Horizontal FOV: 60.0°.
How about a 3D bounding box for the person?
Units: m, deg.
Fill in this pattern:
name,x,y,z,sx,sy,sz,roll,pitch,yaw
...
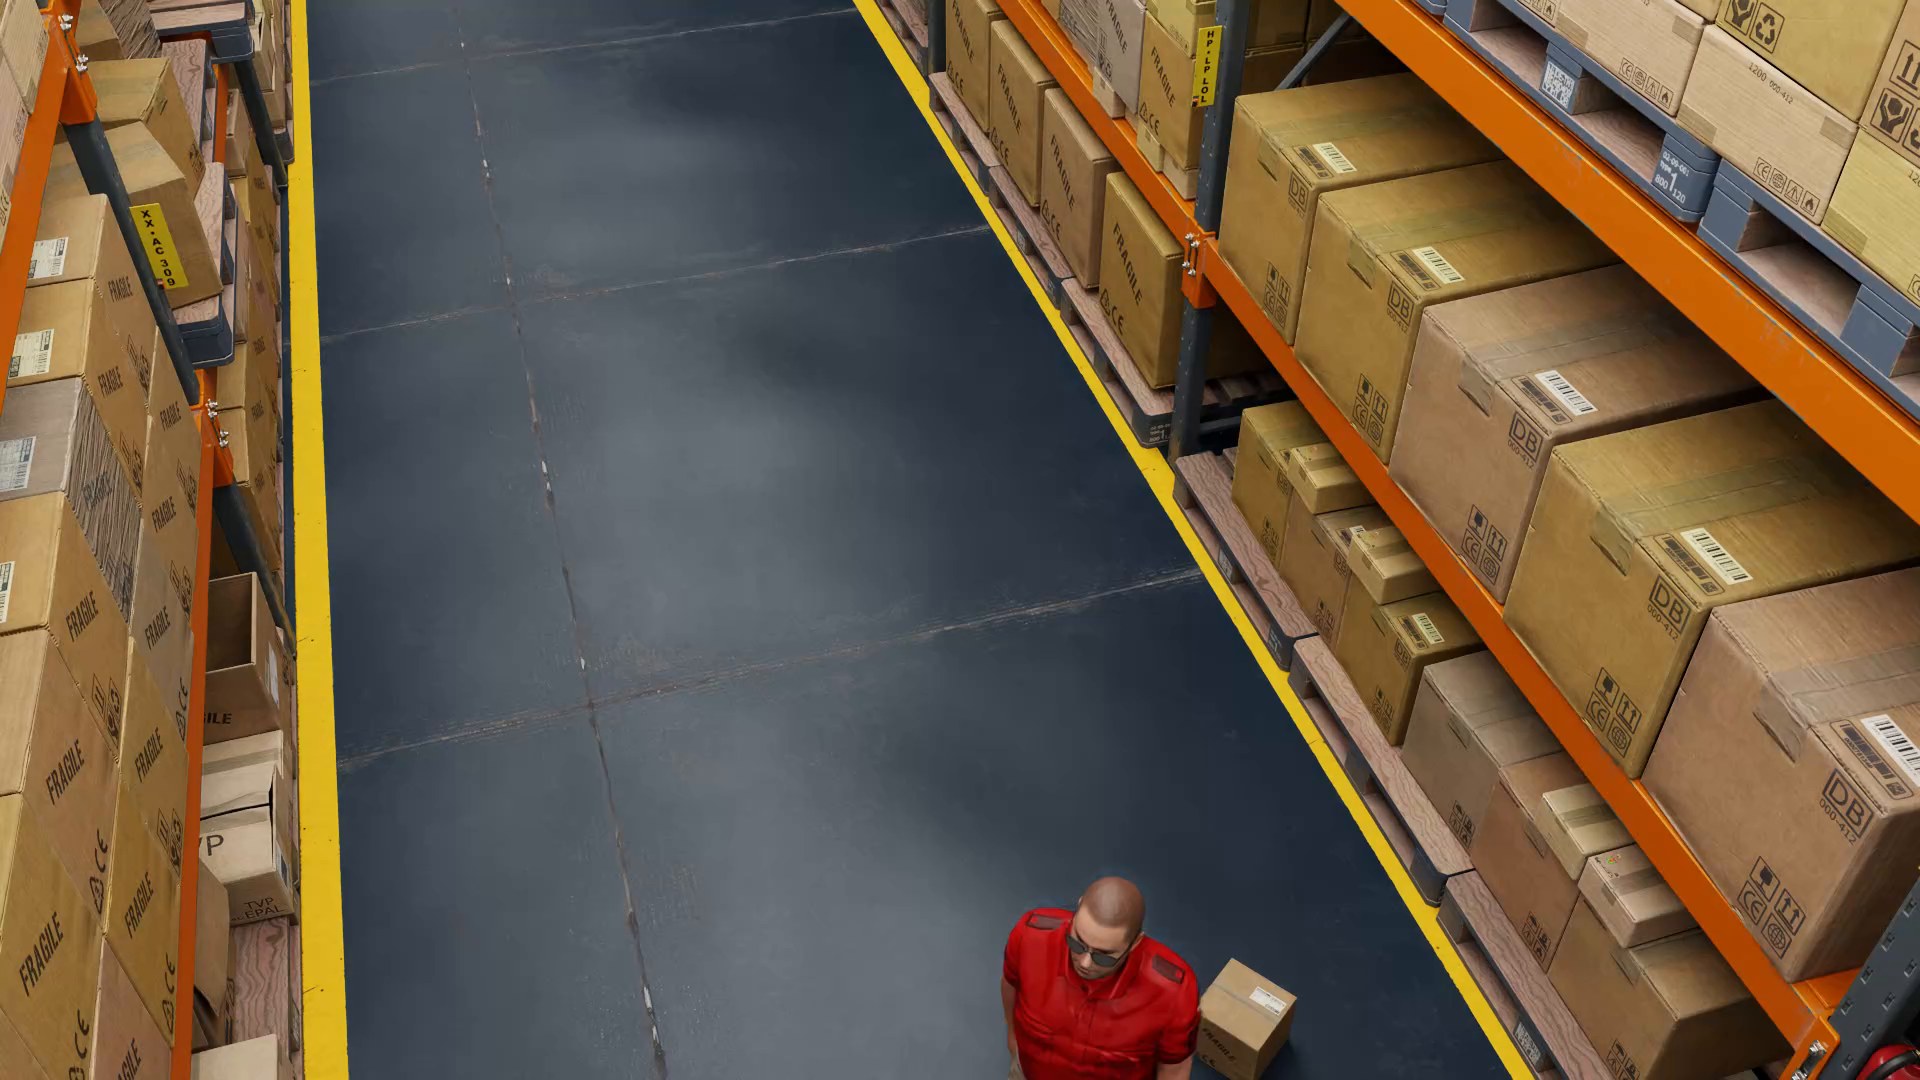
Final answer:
name,x,y,z,sx,sy,sz,roll,pitch,yaw
person,0.336,1.510,4.515,0.543,1.794,0.506,13,44,14
